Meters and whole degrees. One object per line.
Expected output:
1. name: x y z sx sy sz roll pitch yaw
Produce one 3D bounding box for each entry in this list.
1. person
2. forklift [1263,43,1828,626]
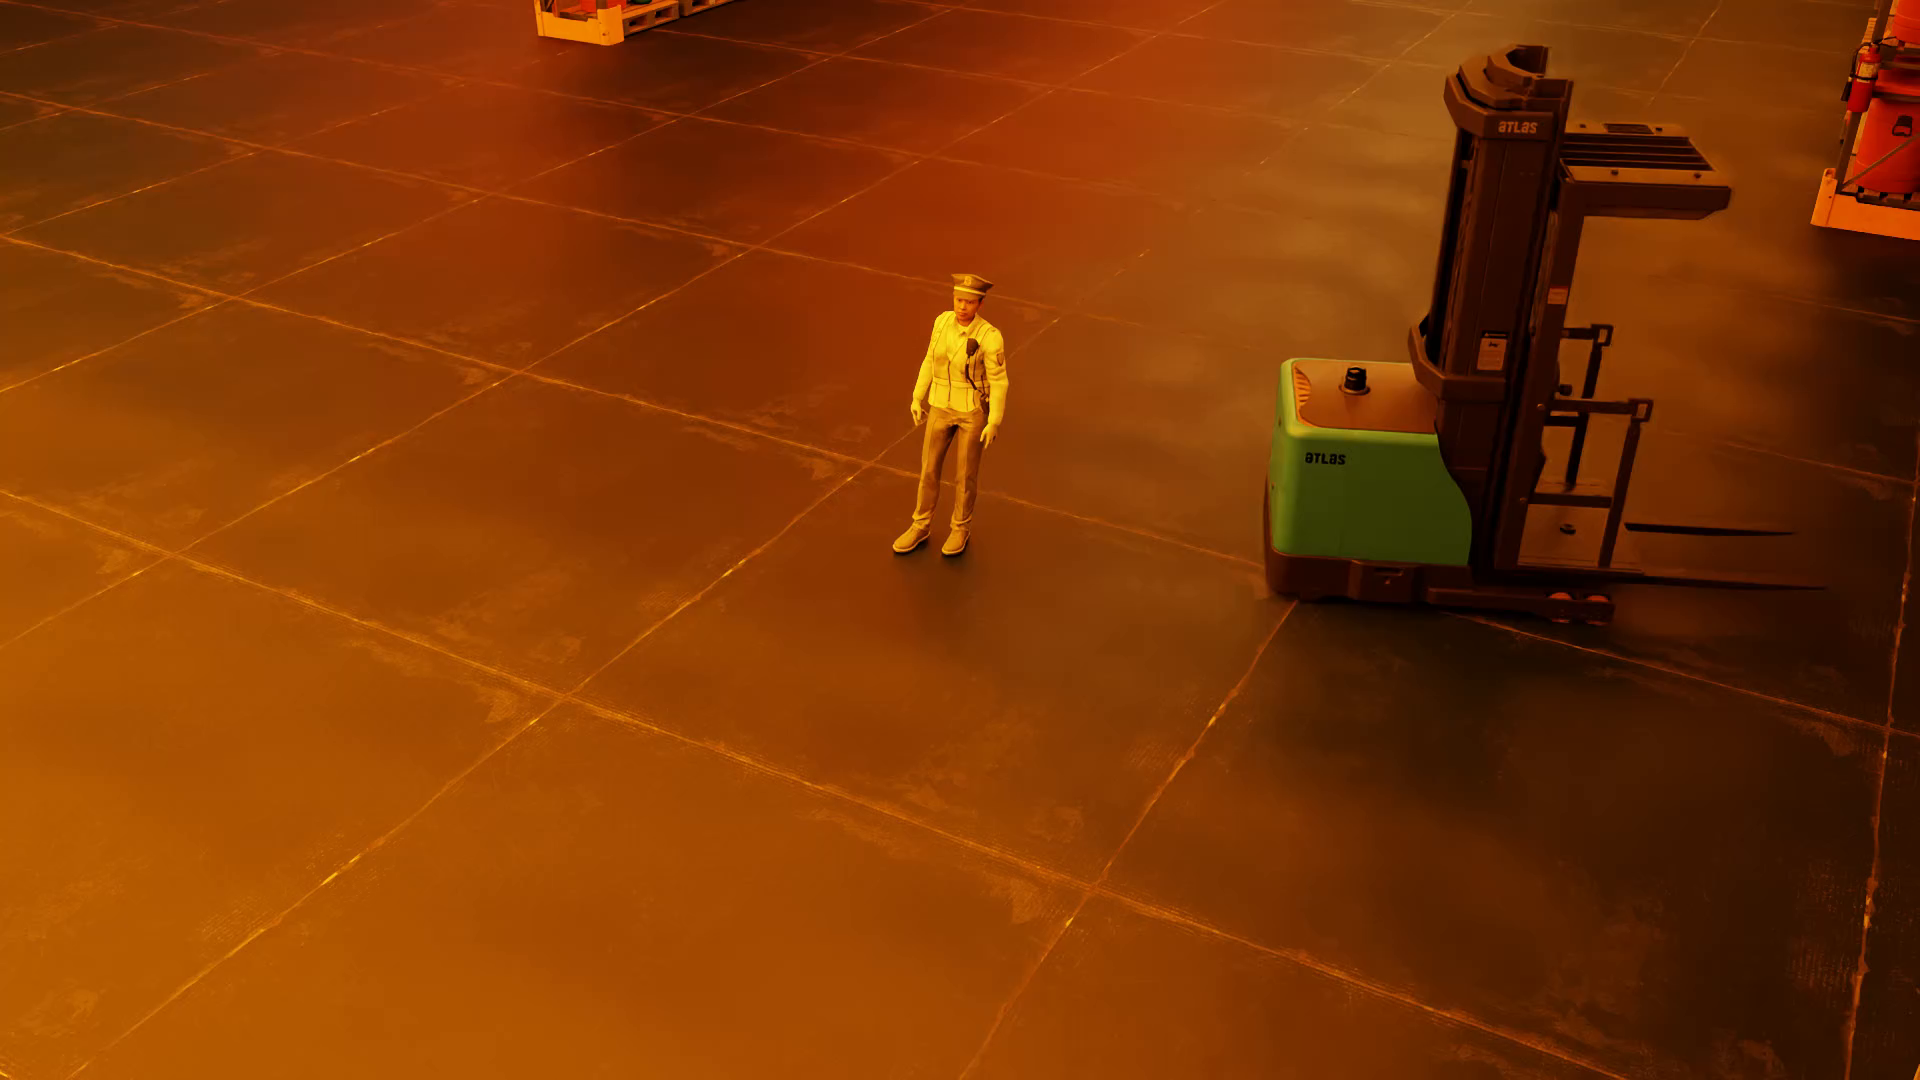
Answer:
1. person: -0.039 -0.712 9.527 0.586 1.694 0.532 15 33 25
2. forklift: 3.301 -1.080 8.943 3.031 2.935 1.130 4 30 6
